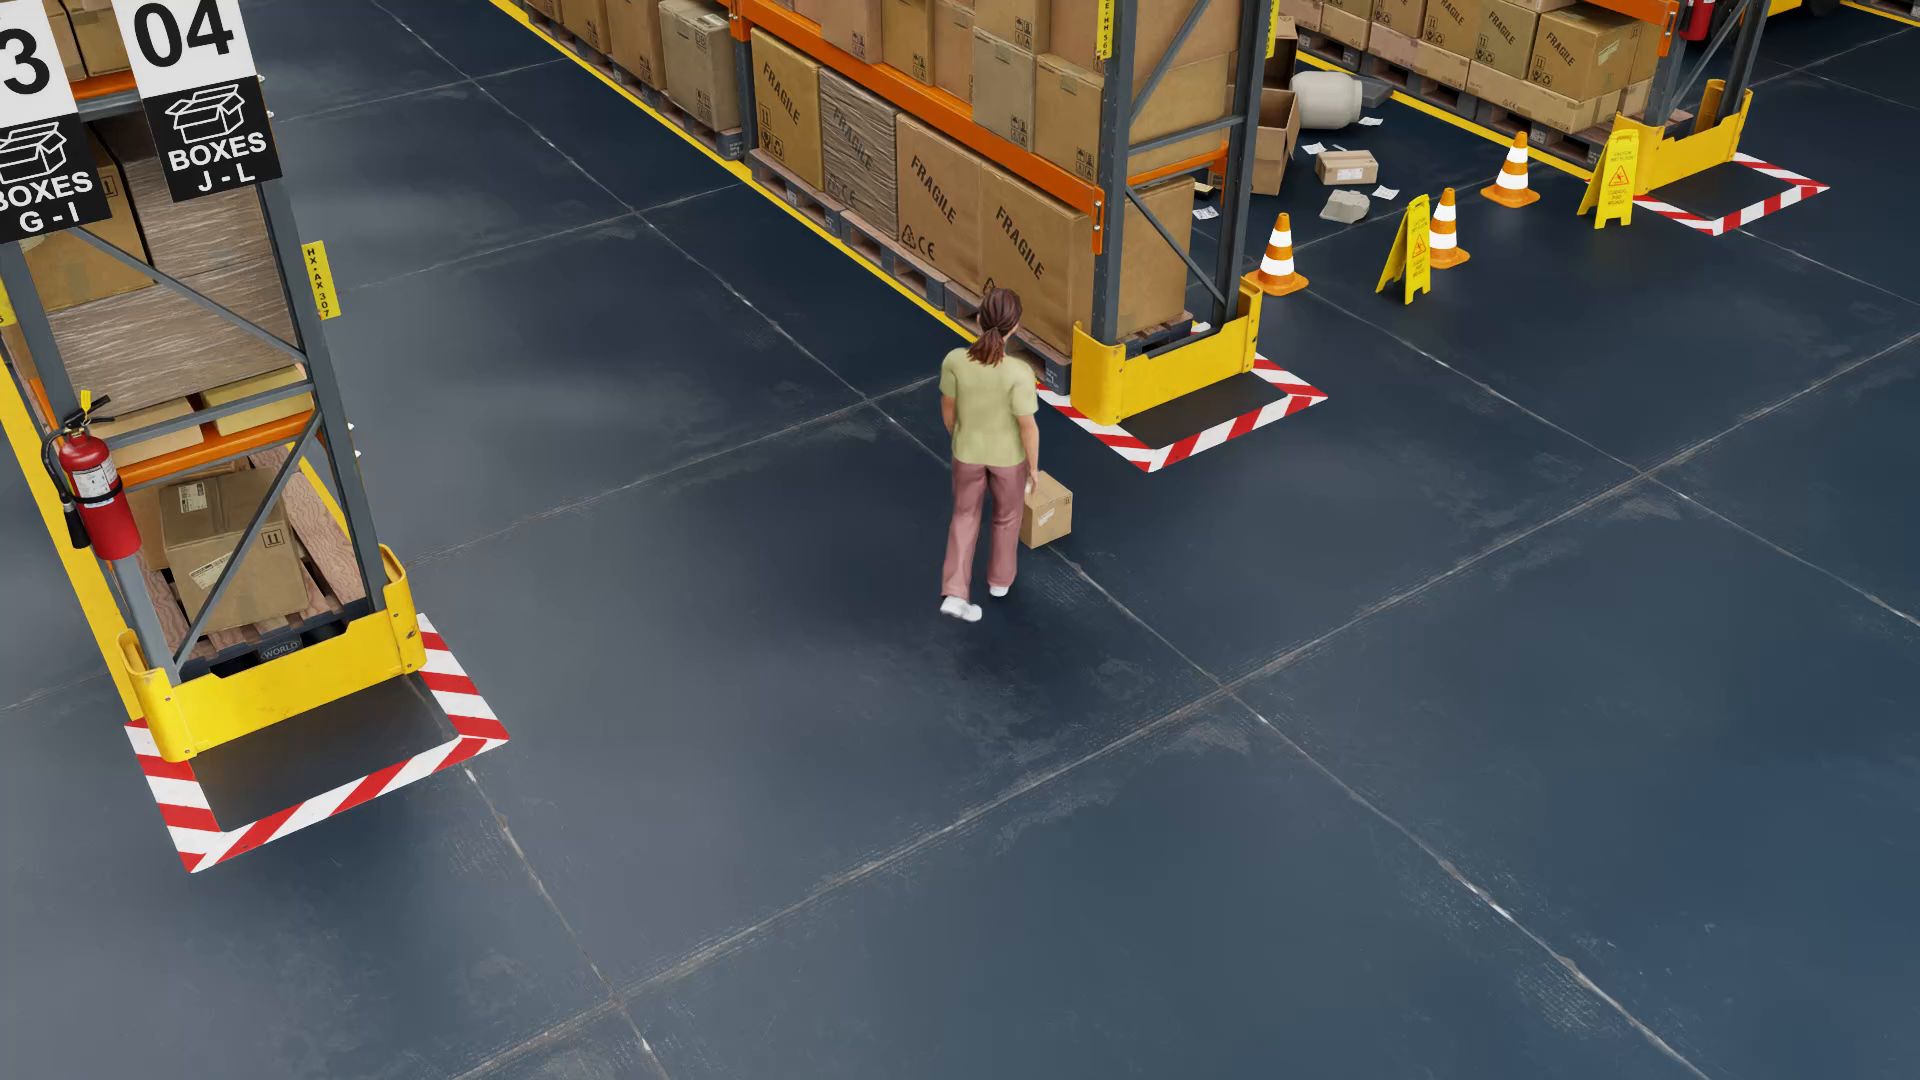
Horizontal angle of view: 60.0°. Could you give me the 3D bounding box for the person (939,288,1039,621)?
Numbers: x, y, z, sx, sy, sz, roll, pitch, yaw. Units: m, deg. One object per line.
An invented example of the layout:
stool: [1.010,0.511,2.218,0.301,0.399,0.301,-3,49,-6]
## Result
person: [0.129,-0.353,7.467,0.467,1.664,0.754,8,37,10]
